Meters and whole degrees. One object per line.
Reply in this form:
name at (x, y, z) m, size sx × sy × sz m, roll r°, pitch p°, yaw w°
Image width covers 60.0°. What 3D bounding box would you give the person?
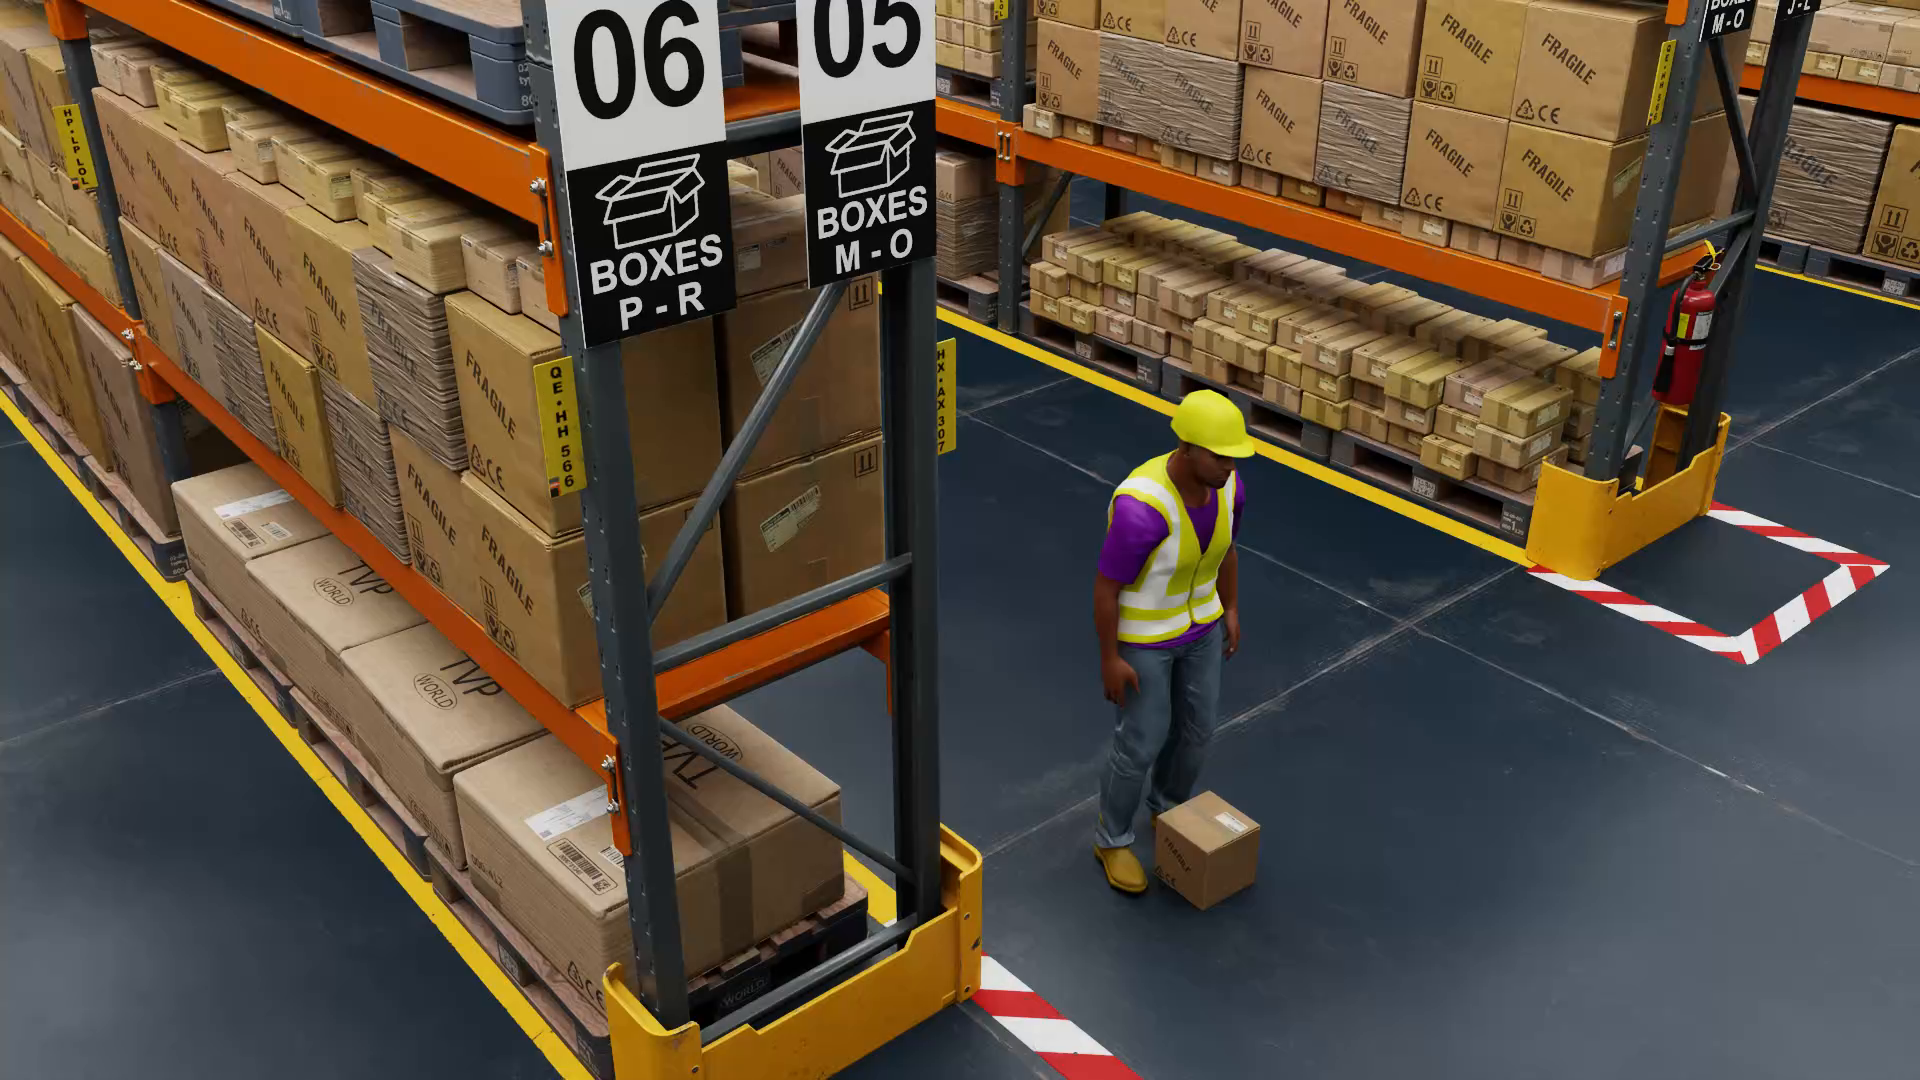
person at (0.707, 0.313, 5.515) m, size 0.627 × 1.759 × 0.462 m, roll -20°, pitch 34°, yaw -32°
